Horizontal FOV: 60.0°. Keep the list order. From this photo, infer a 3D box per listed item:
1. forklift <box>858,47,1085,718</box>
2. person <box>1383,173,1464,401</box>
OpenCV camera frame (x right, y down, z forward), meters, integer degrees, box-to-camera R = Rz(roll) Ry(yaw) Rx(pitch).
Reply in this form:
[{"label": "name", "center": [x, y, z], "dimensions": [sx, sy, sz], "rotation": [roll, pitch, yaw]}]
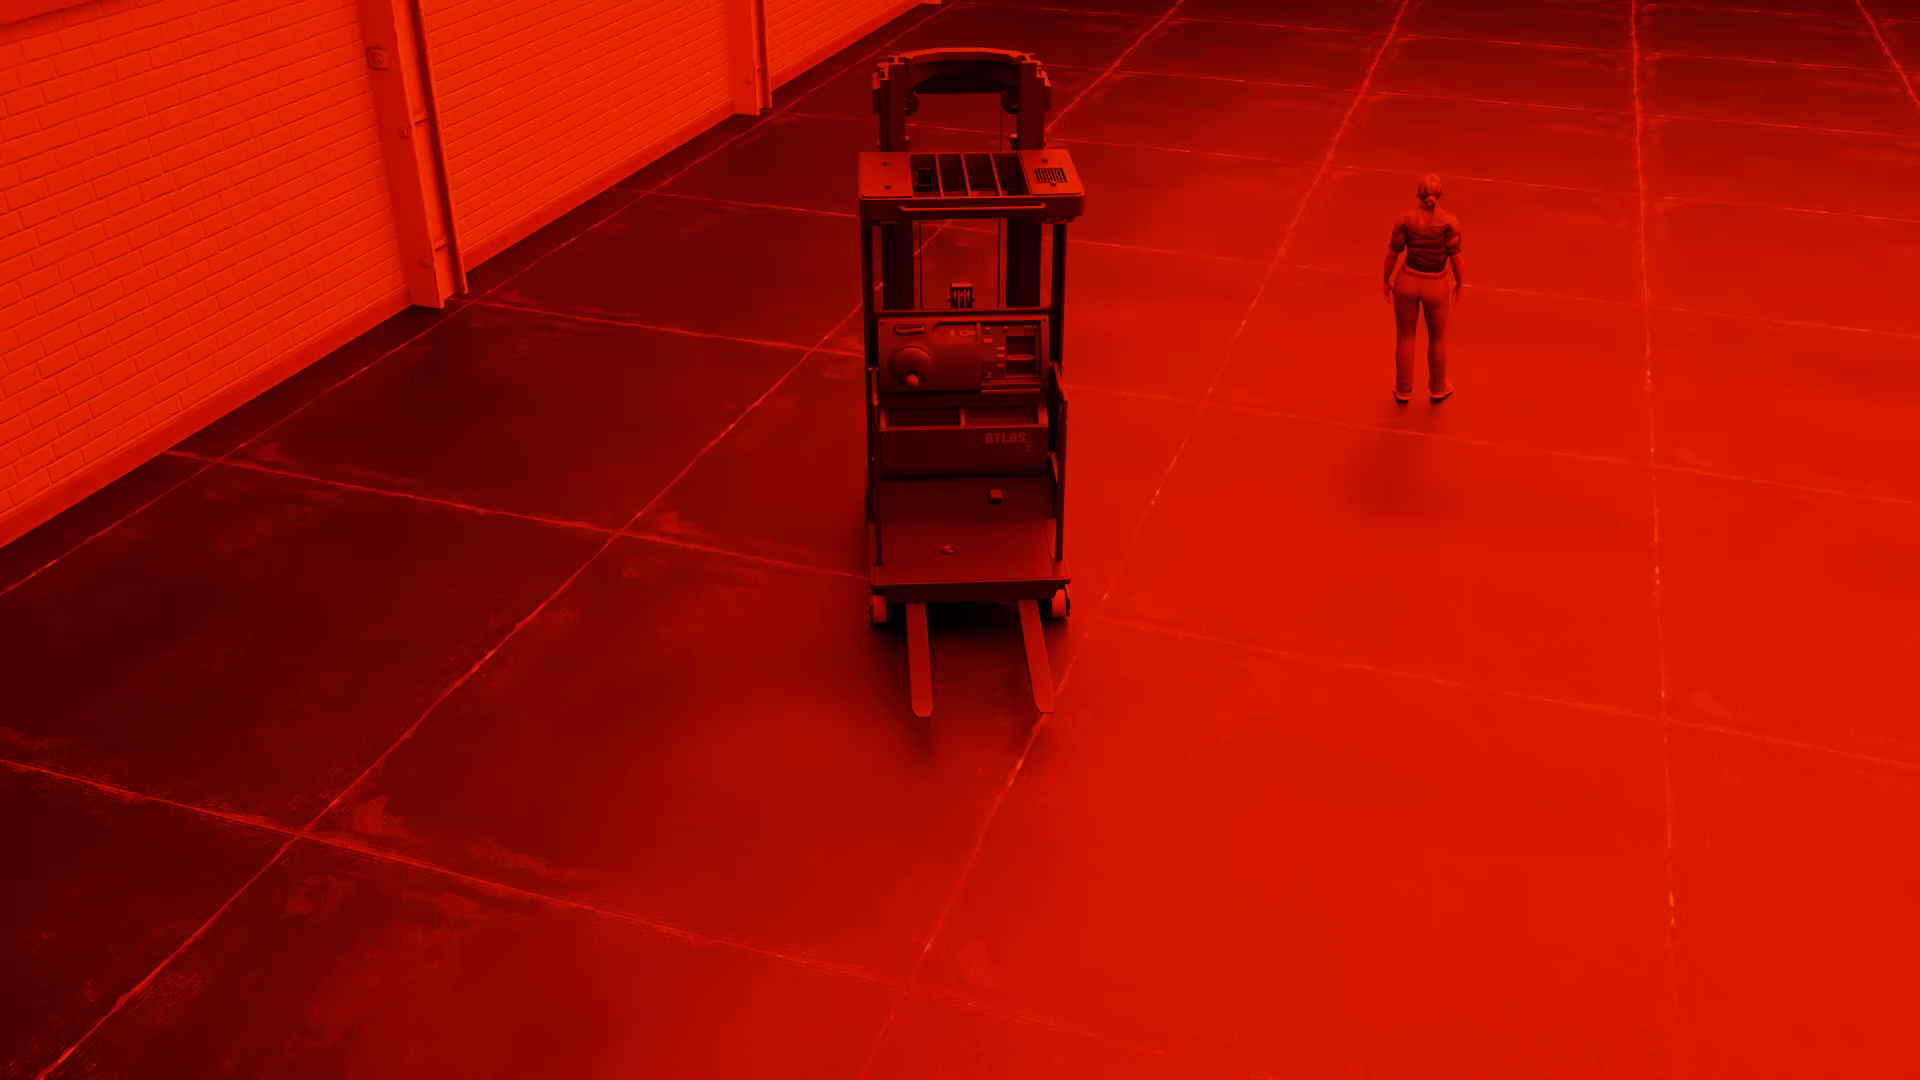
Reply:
[{"label": "forklift", "center": [0.035, -0.972, 8.842], "dimensions": [1.130, 2.935, 3.031], "rotation": [-2, 30, -3]}, {"label": "person", "center": [3.215, -1.758, 11.495], "dimensions": [0.569, 1.654, 0.504], "rotation": [11, 31, 18]}]
